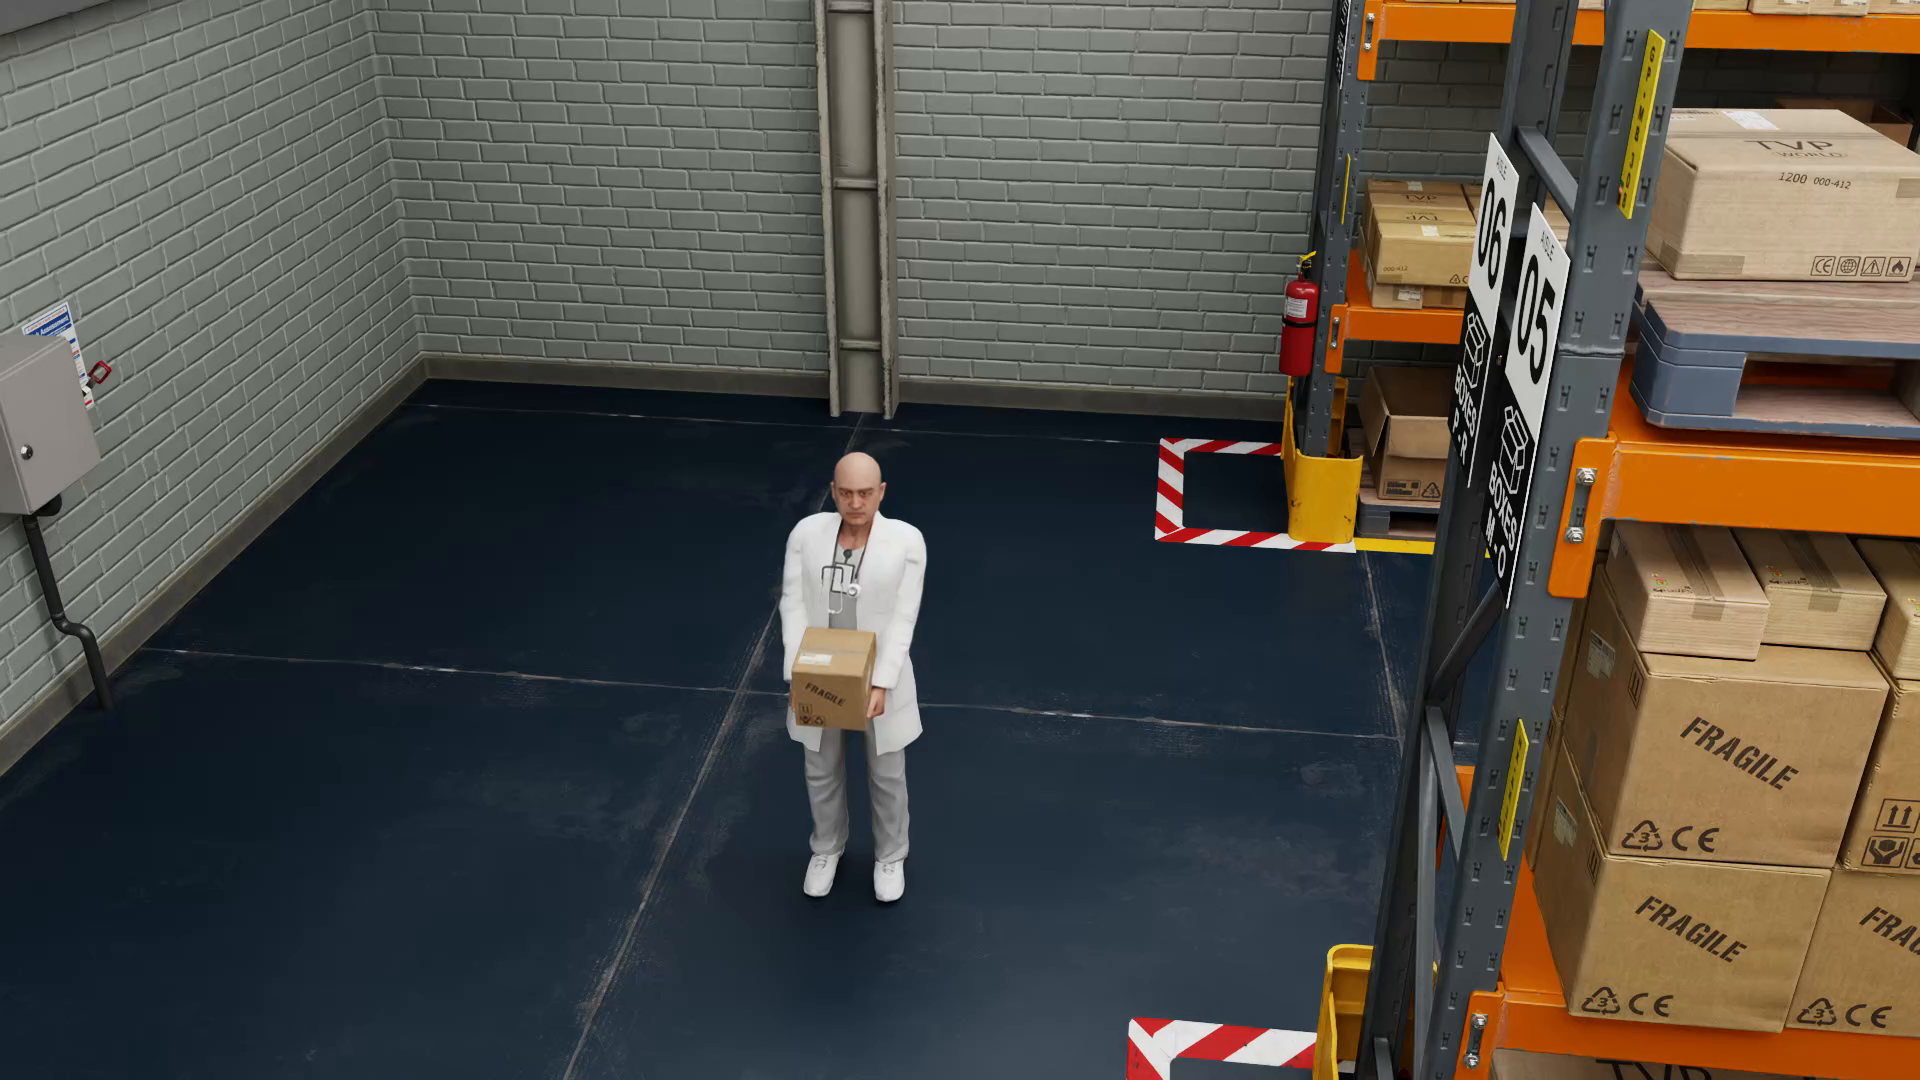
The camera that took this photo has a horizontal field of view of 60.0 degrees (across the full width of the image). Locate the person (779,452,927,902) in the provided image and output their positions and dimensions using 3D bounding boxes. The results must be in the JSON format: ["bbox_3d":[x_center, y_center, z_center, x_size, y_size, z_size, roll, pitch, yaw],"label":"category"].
[{"bbox_3d":[-0.402,0.565,6.082,0.530,1.770,0.562,4,28,7],"label":"person"}]
